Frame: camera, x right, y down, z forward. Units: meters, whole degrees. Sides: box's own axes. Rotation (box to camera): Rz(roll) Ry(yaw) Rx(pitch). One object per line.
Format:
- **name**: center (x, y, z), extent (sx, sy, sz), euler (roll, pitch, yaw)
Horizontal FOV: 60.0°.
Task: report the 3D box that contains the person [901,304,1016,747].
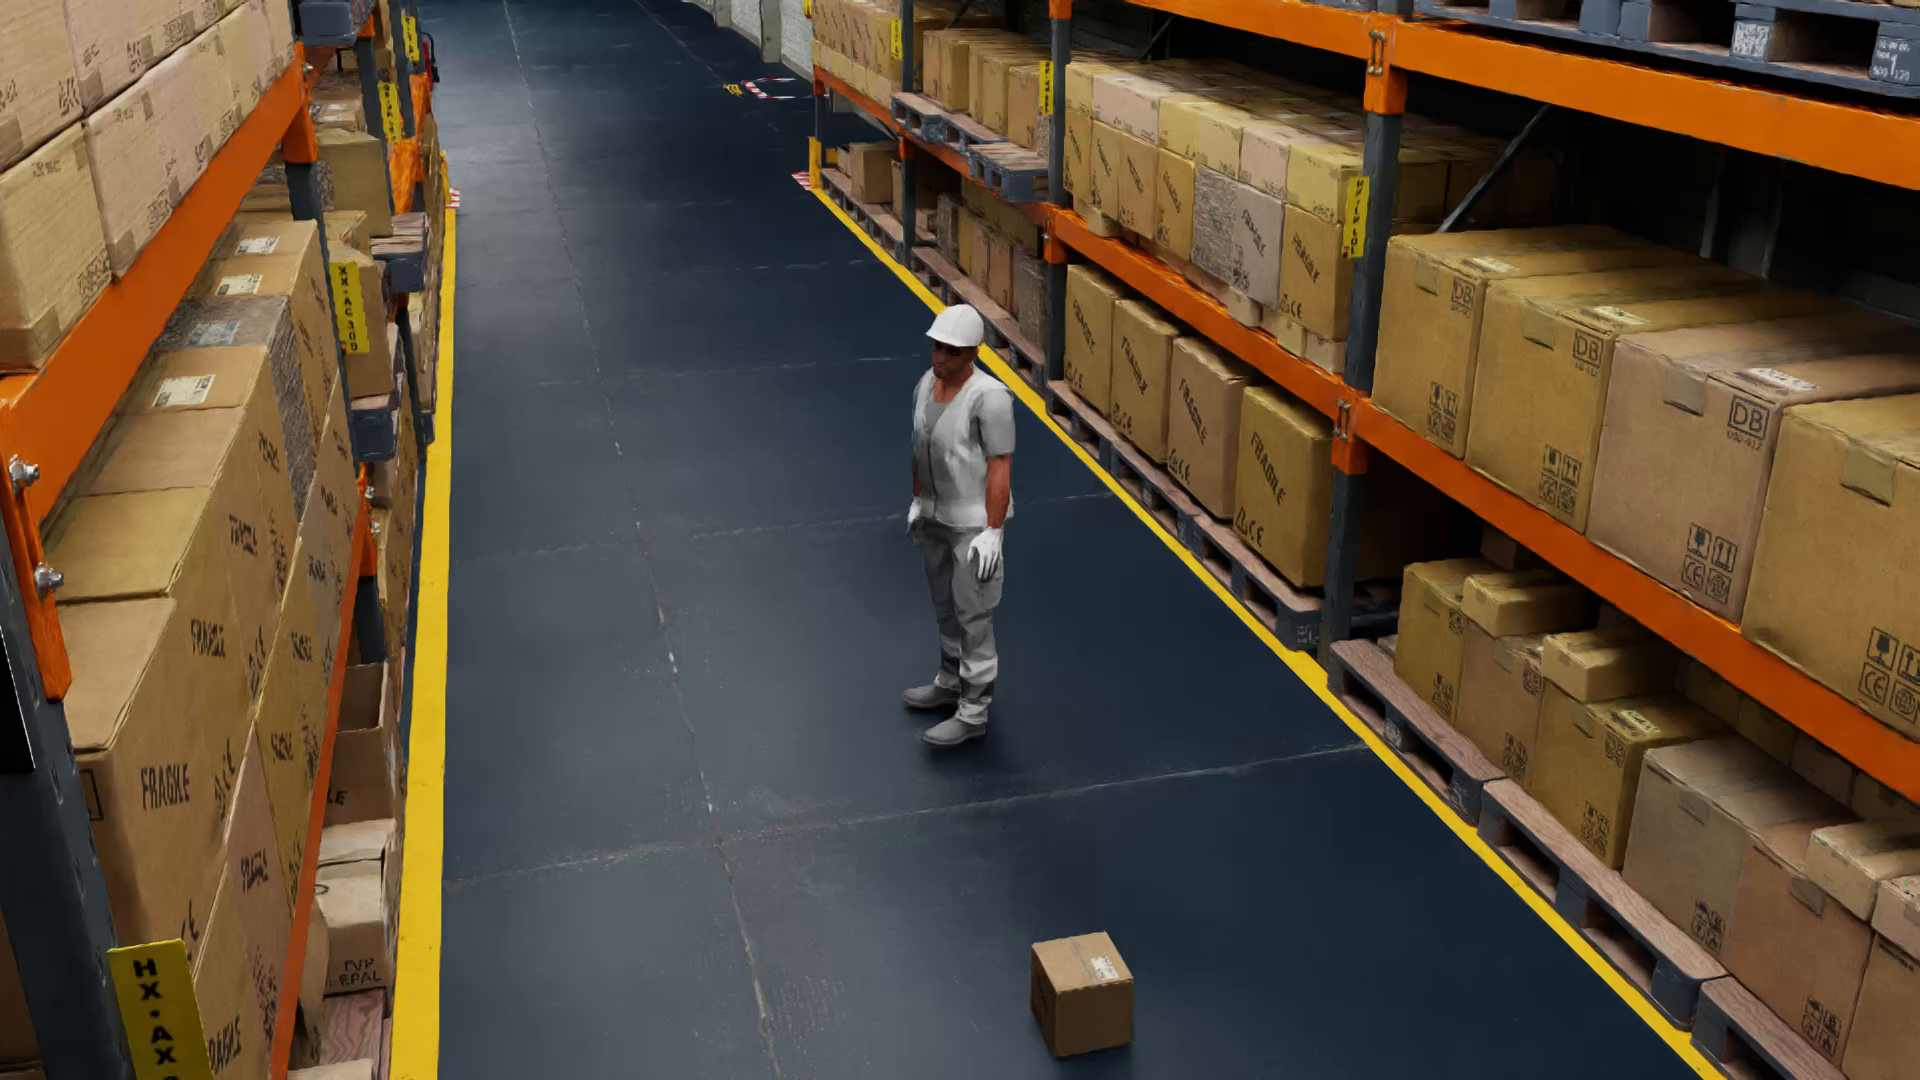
- **person**: center (-0.047, -0.056, 6.616), extent (0.465, 1.794, 0.620), euler (-17, 28, -35)
